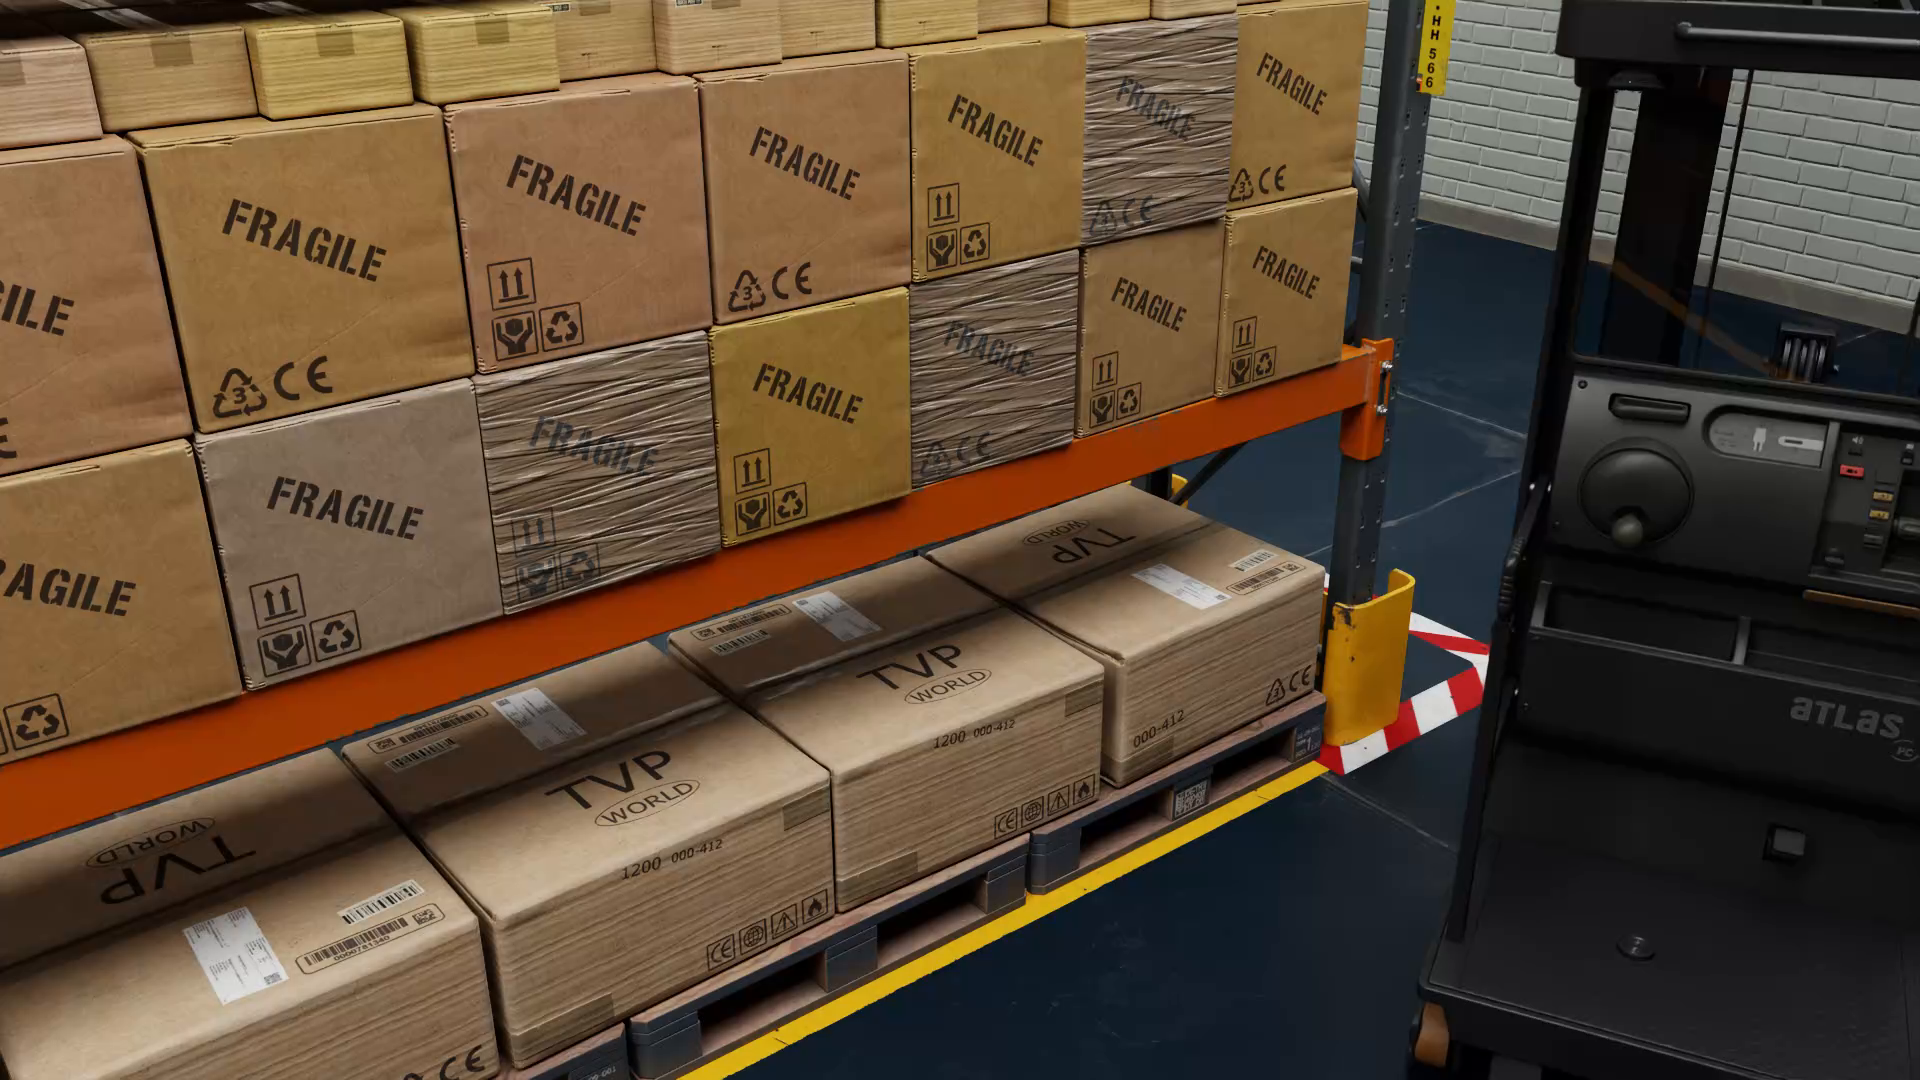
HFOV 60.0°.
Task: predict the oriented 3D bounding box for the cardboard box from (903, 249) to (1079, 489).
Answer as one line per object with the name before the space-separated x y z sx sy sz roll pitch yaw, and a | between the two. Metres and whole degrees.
cardboard box | -0.060 -0.491 4.125 0.500 0.500 0.500 -17 30 -33

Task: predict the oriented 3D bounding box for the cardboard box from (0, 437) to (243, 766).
cardboard box | -1.658 0.038 2.986 0.500 0.500 0.500 -17 30 -32

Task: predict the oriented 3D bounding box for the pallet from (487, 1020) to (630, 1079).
pallet | -1.542 1.212 3.888 1.213 0.211 1.003 -18 31 -34

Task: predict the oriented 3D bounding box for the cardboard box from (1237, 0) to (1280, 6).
cardboard box | 0.615 -1.480 4.299 0.250 0.149 0.380 -18 30 -33

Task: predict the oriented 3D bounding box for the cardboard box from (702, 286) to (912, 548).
cardboard box | -0.459 -0.352 3.827 0.500 0.500 0.500 -17 30 -33

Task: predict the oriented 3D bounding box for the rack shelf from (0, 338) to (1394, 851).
rack shelf | -0.615 -0.075 4.202 4.000 0.370 1.077 -18 31 -34

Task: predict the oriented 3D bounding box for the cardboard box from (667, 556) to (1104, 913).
cardboard box | -0.214 0.496 4.662 0.875 0.438 0.875 -17 30 -33

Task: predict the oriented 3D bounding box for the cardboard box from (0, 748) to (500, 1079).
cardboard box | -1.628 0.963 3.657 0.875 0.438 0.875 -19 31 -35

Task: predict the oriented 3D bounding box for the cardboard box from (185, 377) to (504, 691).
cardboard box | -1.259 -0.091 3.265 0.500 0.500 0.500 -18 30 -34

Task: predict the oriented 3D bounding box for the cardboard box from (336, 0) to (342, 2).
cardboard box | -1.303 -1.103 3.486 0.250 0.149 0.380 -19 31 -34

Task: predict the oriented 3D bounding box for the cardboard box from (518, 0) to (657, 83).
cardboard box | -0.806 -1.019 3.305 0.250 0.149 0.380 -18 31 -34

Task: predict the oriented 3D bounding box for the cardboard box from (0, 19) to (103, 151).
cardboard box | -1.588 -0.742 2.710 0.250 0.149 0.380 -18 30 -33

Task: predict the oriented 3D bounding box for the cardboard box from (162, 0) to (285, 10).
cardboard box | -1.478 -1.026 3.320 0.250 0.149 0.380 -19 31 -34

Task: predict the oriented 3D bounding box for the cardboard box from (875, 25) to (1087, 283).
cardboard box | -0.058 -0.942 3.911 0.500 0.500 0.500 -18 31 -34

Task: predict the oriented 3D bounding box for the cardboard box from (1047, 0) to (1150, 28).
cardboard box | 0.240 -1.333 3.983 0.250 0.149 0.380 -17 30 -33

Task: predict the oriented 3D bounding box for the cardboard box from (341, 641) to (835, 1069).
cardboard box | -0.924 0.730 4.159 0.875 0.438 0.875 -19 31 -35

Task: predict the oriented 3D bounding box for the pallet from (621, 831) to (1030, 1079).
pallet | -0.581 0.893 4.575 1.213 0.211 1.003 -18 31 -34

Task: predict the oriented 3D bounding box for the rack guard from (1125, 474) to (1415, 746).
rack guard | 0.978 0.207 5.710 0.348 0.500 1.175 -18 31 -34

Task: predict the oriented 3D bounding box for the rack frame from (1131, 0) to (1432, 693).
rack frame | 0.959 -0.920 5.170 0.127 3.000 1.000 -18 31 -34

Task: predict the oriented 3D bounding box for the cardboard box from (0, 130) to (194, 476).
cardboard box | -1.664 -0.424 2.793 0.500 0.500 0.500 -18 30 -34

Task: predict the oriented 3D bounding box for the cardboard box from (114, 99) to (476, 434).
cardboard box | -1.263 -0.553 3.072 0.500 0.500 0.500 -19 31 -35

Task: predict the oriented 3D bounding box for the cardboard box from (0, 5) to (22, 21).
cardboard box | -1.868 -0.893 3.033 0.250 0.149 0.380 -17 30 -33

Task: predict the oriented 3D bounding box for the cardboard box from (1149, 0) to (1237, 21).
cardboard box | 0.464 -1.385 4.095 0.250 0.149 0.380 -19 31 -35

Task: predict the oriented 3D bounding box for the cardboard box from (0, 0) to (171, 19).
cardboard box | -1.666 -0.954 3.165 0.250 0.149 0.380 -18 31 -34

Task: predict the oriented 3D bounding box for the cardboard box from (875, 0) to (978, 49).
cardboard box | -0.170 -1.204 3.705 0.250 0.149 0.380 -17 30 -33

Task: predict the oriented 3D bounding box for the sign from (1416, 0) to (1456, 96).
sign | 1.283 -1.370 4.482 0.005 0.325 0.100 -18 31 -34

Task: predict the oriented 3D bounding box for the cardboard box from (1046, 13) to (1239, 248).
cardboard box | 0.333 -1.070 4.185 0.500 0.500 0.500 -18 30 -34

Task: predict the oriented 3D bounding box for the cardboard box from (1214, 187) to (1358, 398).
cardboard box | 0.743 -0.753 4.690 0.500 0.500 0.500 -18 30 -34

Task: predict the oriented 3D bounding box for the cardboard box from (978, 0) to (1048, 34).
cardboard box | -0.009 -1.289 3.887 0.250 0.149 0.380 -19 31 -34

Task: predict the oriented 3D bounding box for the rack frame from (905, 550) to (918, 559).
rack frame | -0.293 -0.583 6.226 0.023 1.500 0.400 -18 31 -34

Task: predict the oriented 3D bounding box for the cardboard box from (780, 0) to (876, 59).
cardboard box | -0.388 -1.142 3.571 0.250 0.149 0.380 -17 30 -32

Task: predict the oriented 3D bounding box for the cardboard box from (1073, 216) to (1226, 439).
cardboard box | 0.339 -0.627 4.420 0.500 0.500 0.500 -19 31 -35

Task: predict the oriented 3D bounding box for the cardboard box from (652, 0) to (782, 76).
cardboard box | -0.570 -1.060 3.394 0.250 0.149 0.380 -18 30 -34

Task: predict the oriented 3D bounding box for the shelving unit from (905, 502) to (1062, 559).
shelving unit | -0.005 -0.679 6.431 0.755 1.500 0.431 -18 31 -34

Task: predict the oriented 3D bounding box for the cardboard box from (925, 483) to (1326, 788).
cardboard box | 0.501 0.256 5.180 0.875 0.438 0.875 -19 31 -36

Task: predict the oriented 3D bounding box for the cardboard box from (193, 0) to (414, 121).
cardboard box | -1.180 -0.867 2.978 0.250 0.149 0.380 -19 31 -34

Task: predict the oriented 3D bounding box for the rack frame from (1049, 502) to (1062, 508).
rack frame | 0.283 -0.774 6.635 0.023 1.500 0.400 -18 31 -34

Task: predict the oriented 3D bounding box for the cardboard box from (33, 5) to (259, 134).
cardboard box | -1.413 -0.823 2.883 0.250 0.149 0.380 -19 31 -35

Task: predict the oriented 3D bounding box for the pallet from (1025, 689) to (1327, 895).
pallet | 0.378 0.578 5.254 1.213 0.211 1.003 -18 31 -34

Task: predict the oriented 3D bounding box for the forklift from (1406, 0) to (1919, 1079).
forklift | 1.719 -0.090 3.462 1.130 2.935 3.031 11 27 22

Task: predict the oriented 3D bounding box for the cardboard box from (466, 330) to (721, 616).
cardboard box | -0.864 -0.218 3.539 0.500 0.500 0.500 -18 30 -34

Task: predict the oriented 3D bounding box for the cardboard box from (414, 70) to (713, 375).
cardboard box | -0.853 -0.682 3.350 0.500 0.500 0.500 -18 30 -33

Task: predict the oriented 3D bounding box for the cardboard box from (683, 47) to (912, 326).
cardboard box | -0.455 -0.812 3.631 0.500 0.500 0.500 -19 31 -34

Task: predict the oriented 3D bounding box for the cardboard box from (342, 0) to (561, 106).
cardboard box | -0.953 -0.927 3.106 0.250 0.149 0.380 -19 31 -35

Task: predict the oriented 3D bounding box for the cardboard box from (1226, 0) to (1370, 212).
cardboard box | 0.727 -1.215 4.499 0.500 0.500 0.500 -17 30 -32
